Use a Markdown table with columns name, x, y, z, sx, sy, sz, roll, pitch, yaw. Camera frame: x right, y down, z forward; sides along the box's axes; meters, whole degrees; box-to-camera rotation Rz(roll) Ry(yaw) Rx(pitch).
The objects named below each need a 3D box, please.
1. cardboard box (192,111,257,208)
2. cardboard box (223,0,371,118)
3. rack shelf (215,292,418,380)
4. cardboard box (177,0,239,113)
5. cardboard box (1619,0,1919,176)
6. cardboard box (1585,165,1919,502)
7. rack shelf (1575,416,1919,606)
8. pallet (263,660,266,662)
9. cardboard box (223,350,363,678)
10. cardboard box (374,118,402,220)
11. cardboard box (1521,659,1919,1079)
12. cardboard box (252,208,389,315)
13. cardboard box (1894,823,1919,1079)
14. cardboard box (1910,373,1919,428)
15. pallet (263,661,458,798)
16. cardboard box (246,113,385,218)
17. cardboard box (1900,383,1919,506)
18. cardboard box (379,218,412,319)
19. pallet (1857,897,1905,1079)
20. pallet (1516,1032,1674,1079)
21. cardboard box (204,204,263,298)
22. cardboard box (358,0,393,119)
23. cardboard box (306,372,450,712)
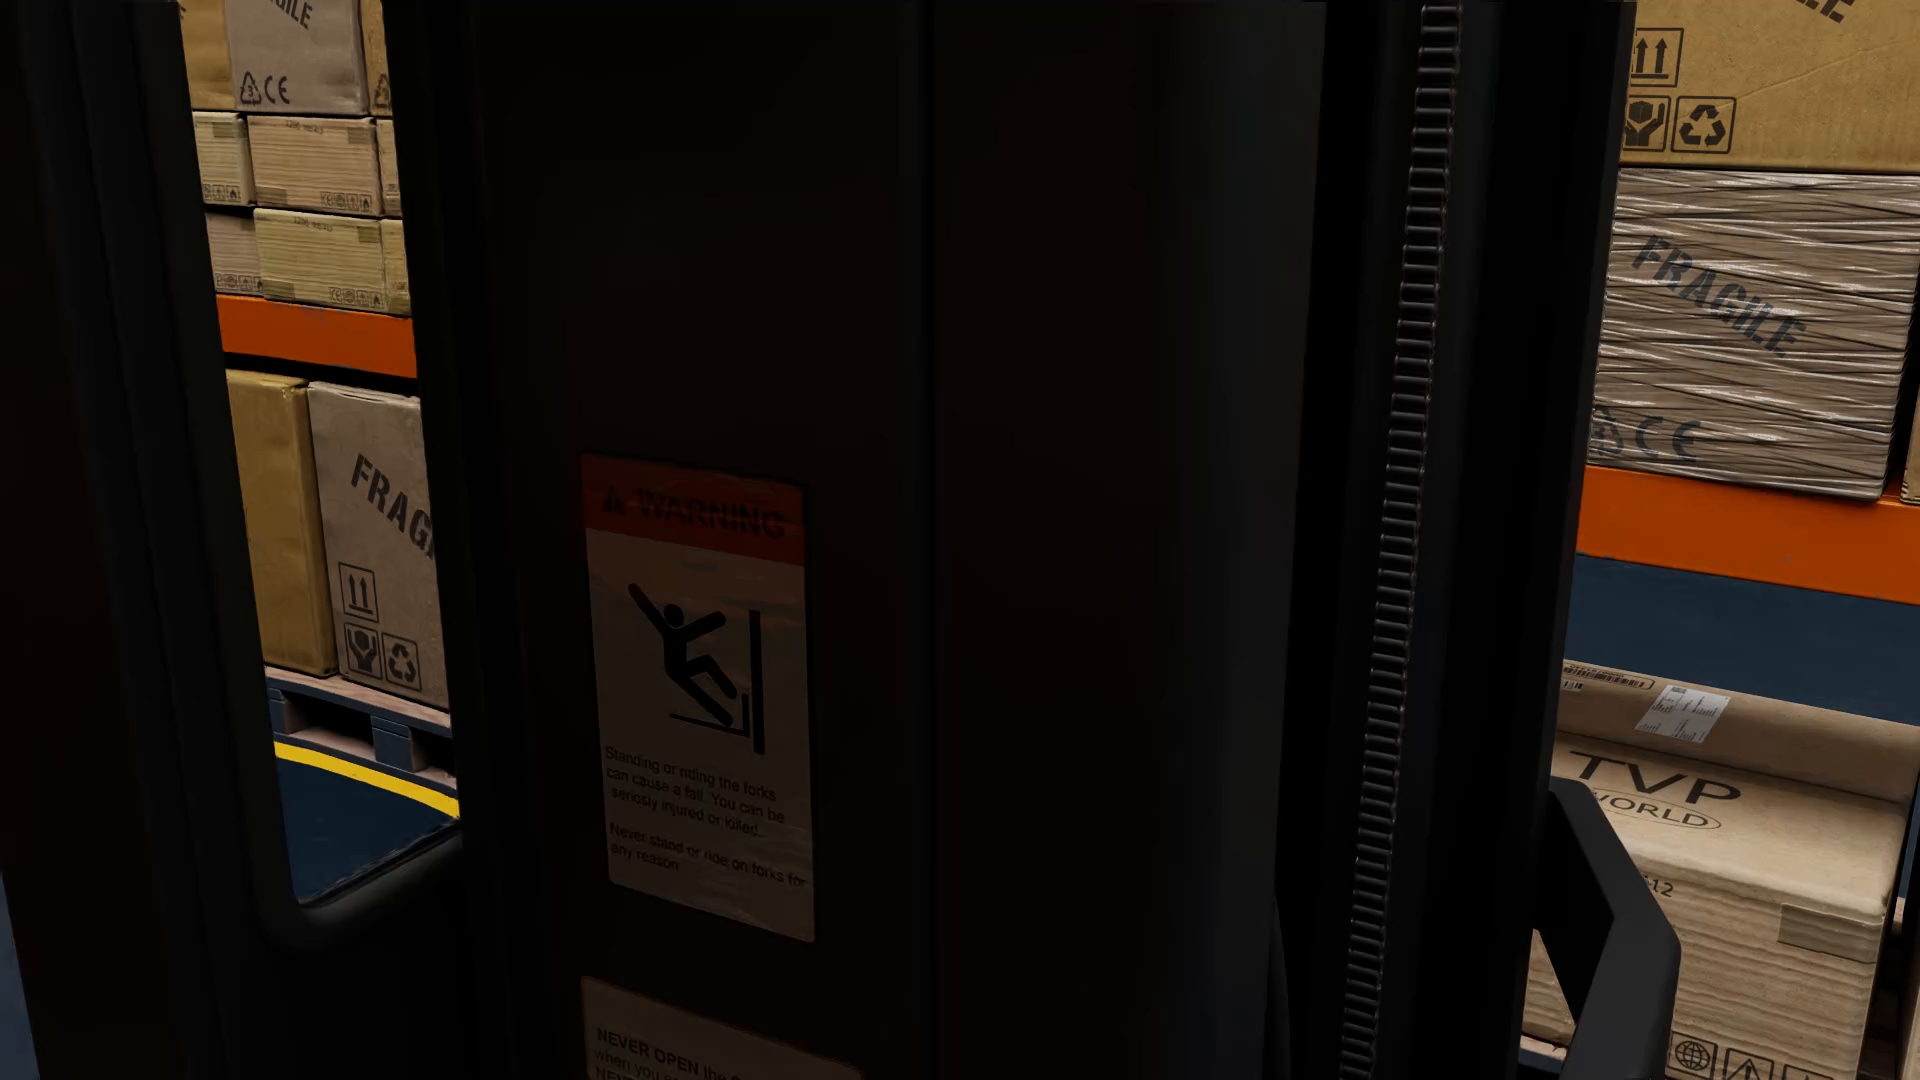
| name | x | y | z | sx | sy | sz | roll | pitch | yaw |
| --- | --- | --- | --- | --- | --- | --- | --- | --- | --- |
| cardboard box | -2.012 | -1.119 | 4.802 | 0.500 | 0.250 | 0.500 | 11 | 20 | 31 |
| cardboard box | -1.591 | -1.402 | 4.443 | 0.500 | 0.500 | 0.500 | 11 | 20 | 31 |
| rack shelf | -2.339 | -0.753 | 5.437 | 4.000 | 0.370 | 1.077 | 10 | 20 | 30 |
| cardboard box | -2.013 | -1.484 | 4.713 | 0.500 | 0.500 | 0.500 | 11 | 20 | 32 |
| cardboard box | 1.358 | -0.874 | 2.704 | 0.500 | 0.500 | 0.500 | 10 | 20 | 30 |
| cardboard box | 1.361 | -0.396 | 2.853 | 0.500 | 0.500 | 0.500 | 11 | 20 | 32 |
| rack shelf | 1.070 | -0.145 | 3.434 | 4.000 | 0.370 | 1.077 | 10 | 20 | 30 |
| pallet | -2.375 | 0.257 | 5.672 | 1.213 | 0.211 | 1.003 | 10 | 20 | 30 |
| cardboard box | -1.978 | -0.187 | 5.270 | 0.875 | 0.875 | 0.875 | 11 | 20 | 32 |
| cardboard box | -1.137 | -0.967 | 4.303 | 0.500 | 0.250 | 0.500 | 10 | 20 | 30 |
| cardboard box | 1.375 | 0.628 | 3.340 | 0.875 | 0.438 | 0.875 | 11 | 20 | 32 |
| cardboard box | -1.582 | -0.805 | 4.628 | 0.500 | 0.250 | 0.500 | 10 | 19 | 29 |
| cardboard box | 2.159 | 0.765 | 2.889 | 0.875 | 0.438 | 0.875 | 9 | 19 | 28 |
| cardboard box | 1.646 | -0.528 | 3.288 | 0.500 | 0.500 | 0.500 | 10 | 20 | 30 |
| pallet | -1.331 | 0.442 | 5.061 | 1.213 | 0.211 | 1.003 | 10 | 20 | 30 |
| cardboard box | -1.567 | -1.042 | 4.547 | 0.500 | 0.250 | 0.500 | 11 | 20 | 31 |
| cardboard box | 1.805 | -0.320 | 2.603 | 0.500 | 0.500 | 0.500 | 10 | 19 | 29 |
| cardboard box | -1.149 | -0.727 | 4.372 | 0.500 | 0.250 | 0.500 | 10 | 19 | 29 |
| pallet | 2.052 | 1.047 | 3.070 | 1.213 | 0.211 | 1.003 | 10 | 20 | 30 |
| pallet | 1.016 | 0.862 | 3.682 | 1.213 | 0.211 | 1.003 | 10 | 20 | 30 |
| cardboard box | -2.002 | -0.886 | 4.896 | 0.500 | 0.250 | 0.500 | 10 | 19 | 29 |
| cardboard box | -1.146 | -1.325 | 4.190 | 0.500 | 0.500 | 0.500 | 11 | 20 | 32 |
| cardboard box | -1.205 | -0.052 | 4.824 | 0.875 | 0.875 | 0.875 | 11 | 20 | 32 |
